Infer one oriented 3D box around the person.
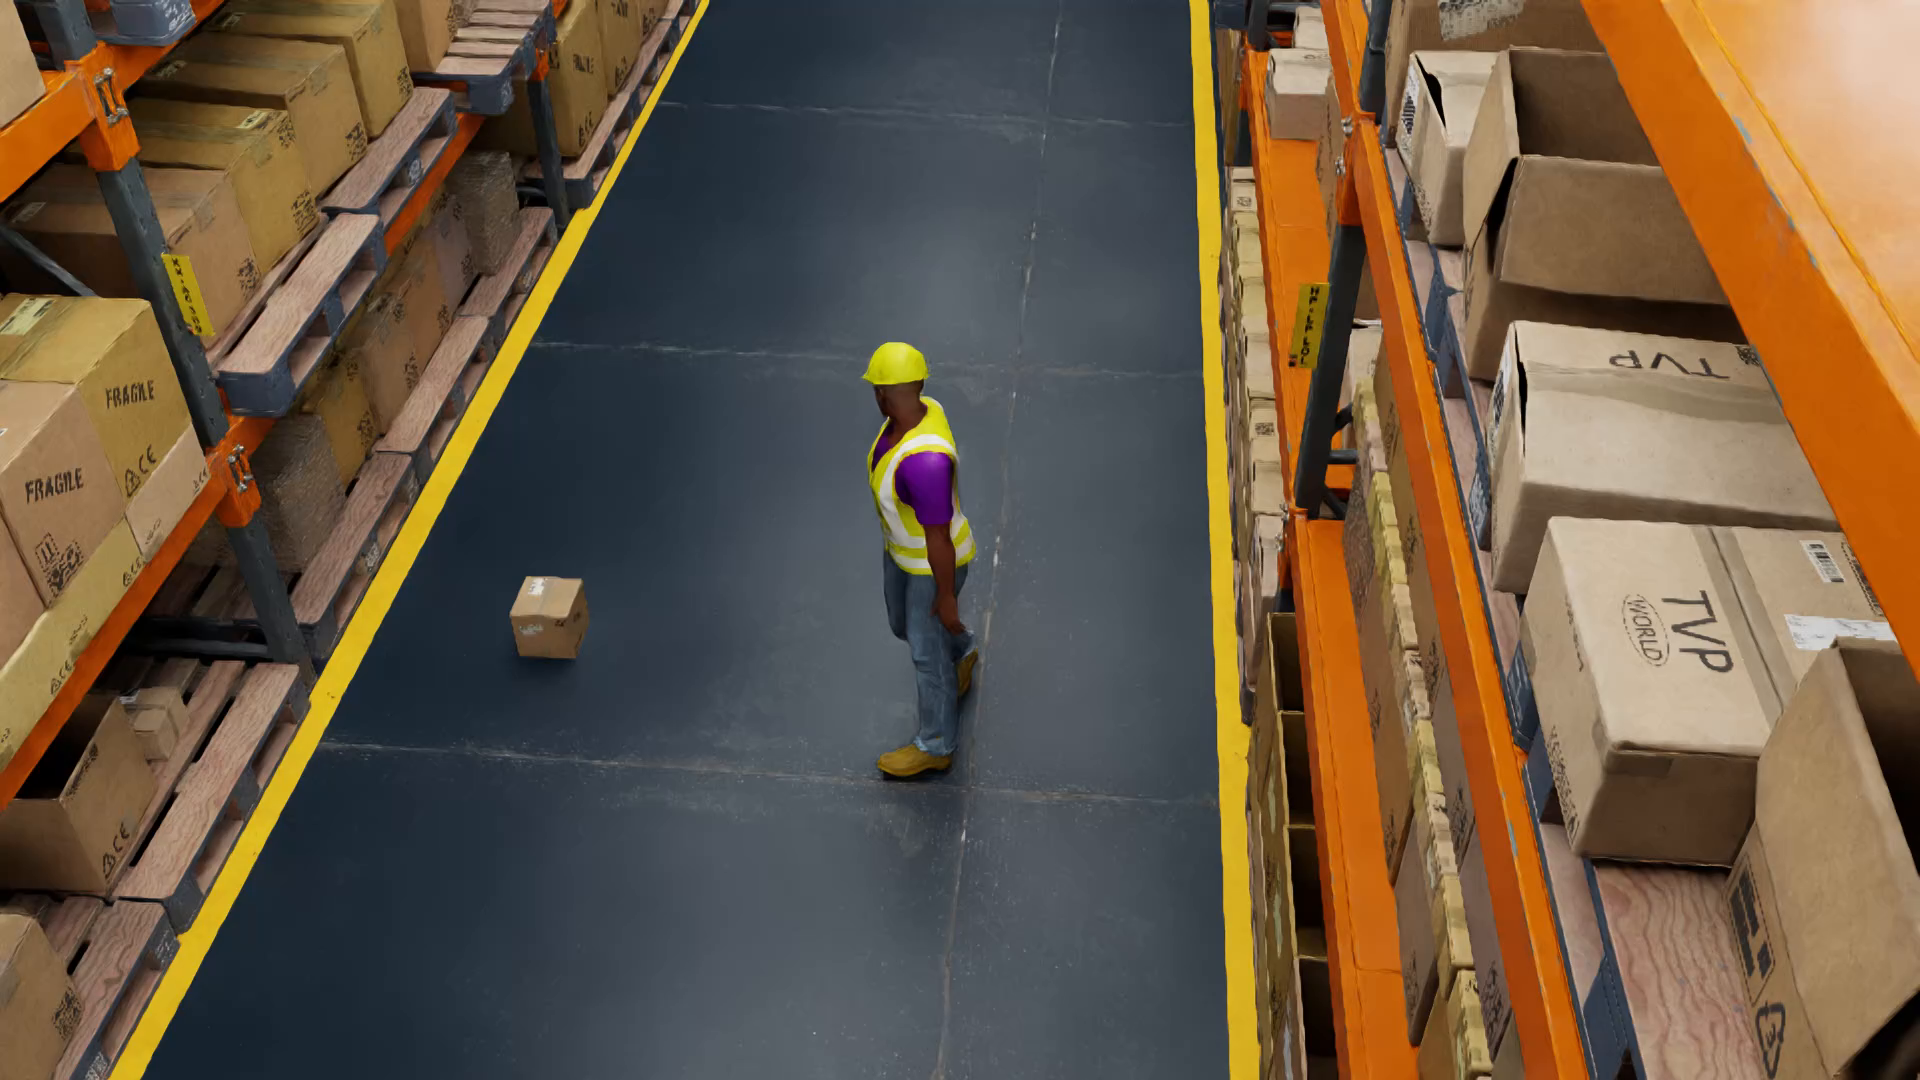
[{"bbox_3d":[-0.139,0.059,6.375,0.623,1.723,0.687,-16,42,-18],"label":"person"}]
